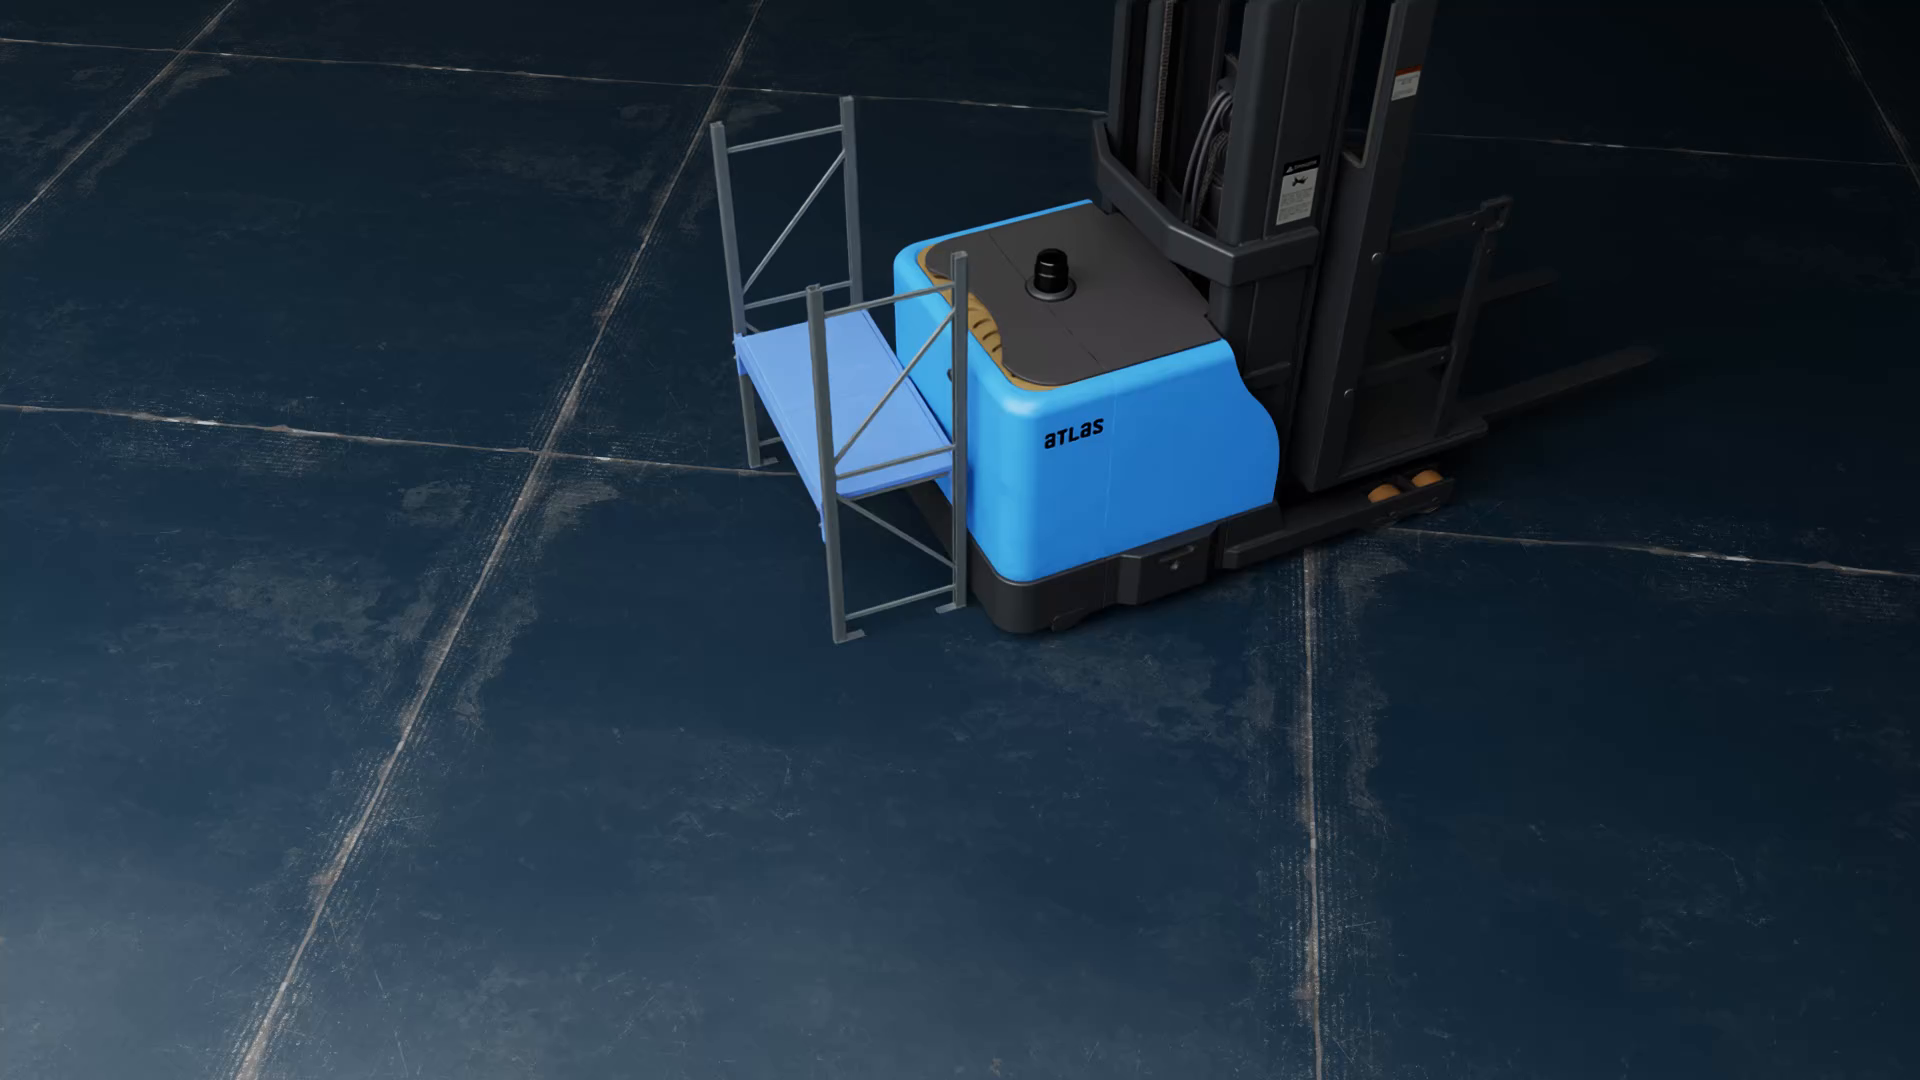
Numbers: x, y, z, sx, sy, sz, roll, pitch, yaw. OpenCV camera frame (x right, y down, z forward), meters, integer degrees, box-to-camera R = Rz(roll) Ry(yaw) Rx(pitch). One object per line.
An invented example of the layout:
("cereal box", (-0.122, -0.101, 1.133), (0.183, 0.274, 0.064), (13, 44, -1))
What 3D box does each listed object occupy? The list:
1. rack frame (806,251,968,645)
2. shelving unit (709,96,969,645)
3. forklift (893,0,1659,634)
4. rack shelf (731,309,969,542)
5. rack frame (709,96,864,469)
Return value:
("rack frame", (-0.213, -0.249, 5.422), (0.500, 1.500, 0.032), (-16, 46, -16))
("shelving unit", (-0.405, -0.573, 5.764), (0.538, 1.500, 1.048), (-16, 46, -16))
("forklift", (1.315, -1.424, 5.622), (3.031, 2.935, 1.130), (-18, 46, -18))
("rack shelf", (-0.405, -0.442, 5.888), (0.538, 0.185, 1.000), (-16, 46, -16))
("rack frame", (-0.597, -0.897, 6.106), (0.500, 1.500, 0.032), (-16, 46, -16))
